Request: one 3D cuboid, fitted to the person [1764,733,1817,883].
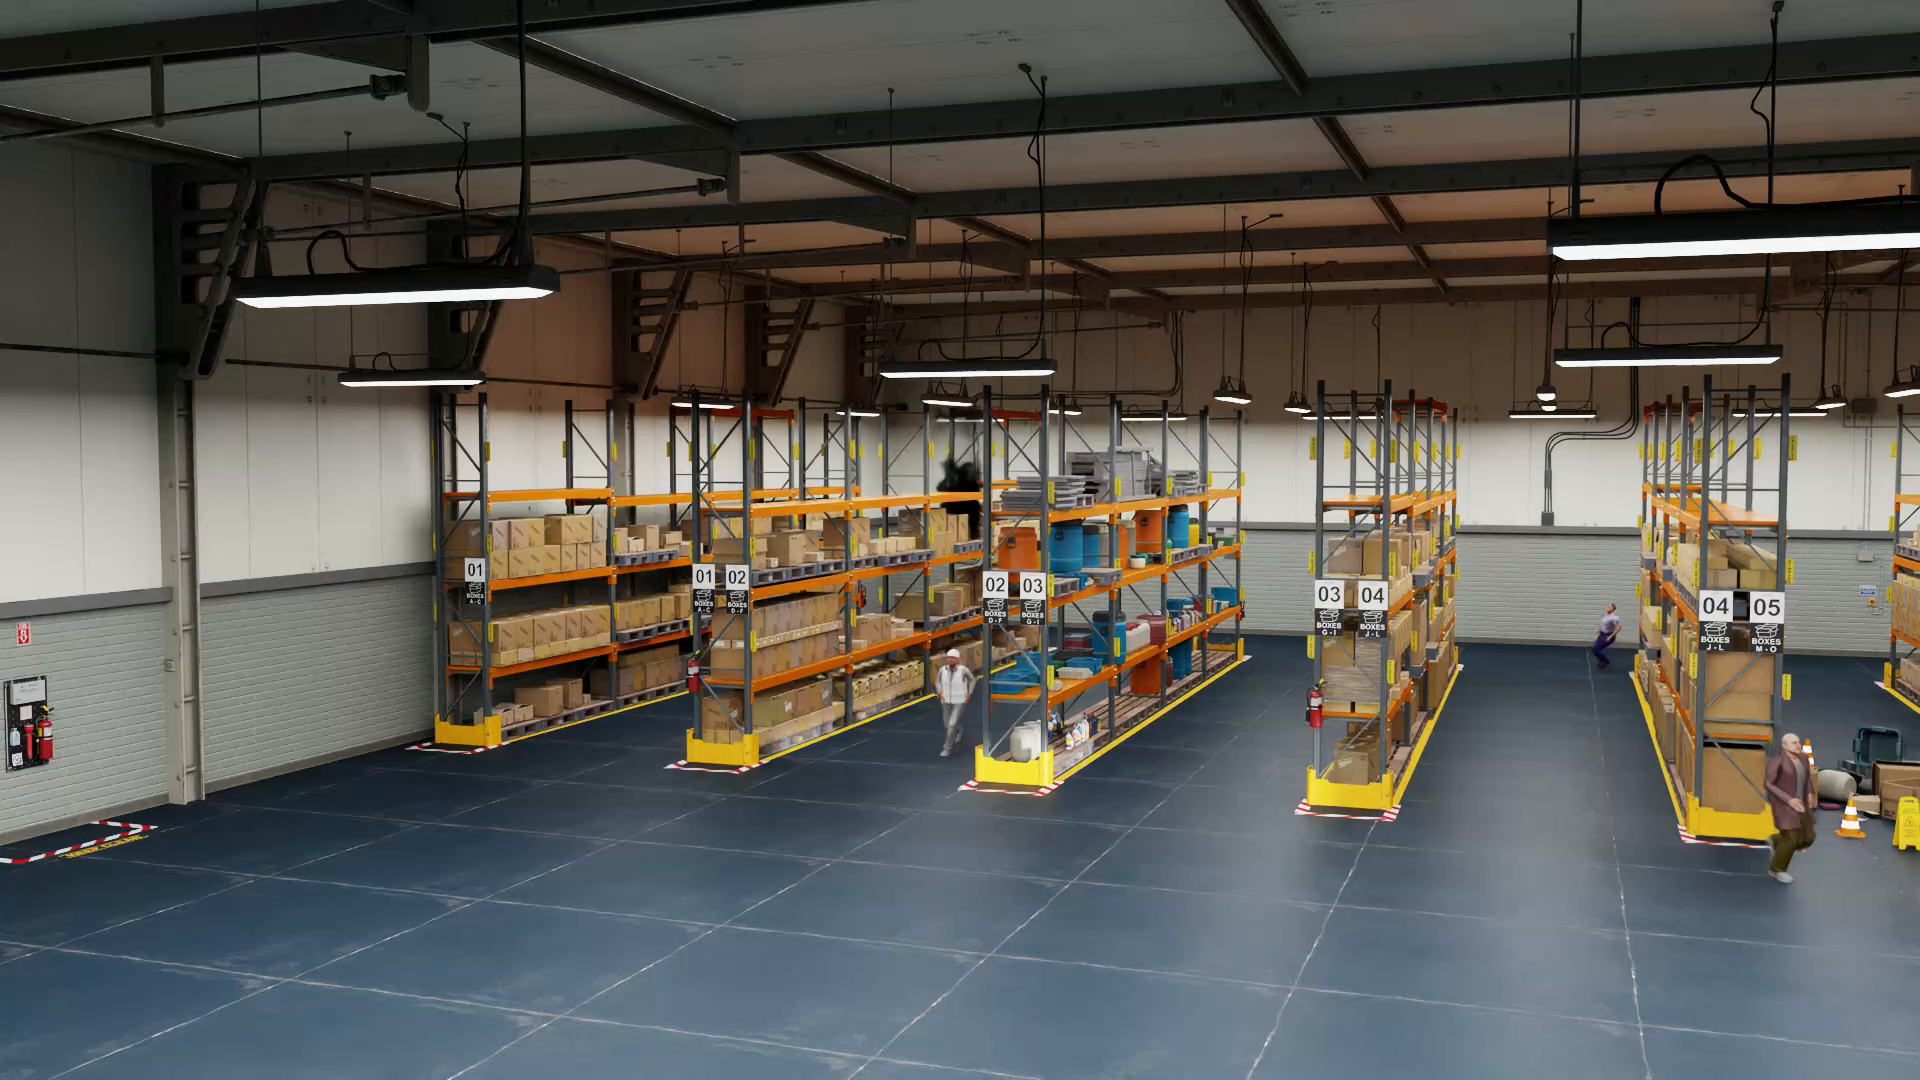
[{"bbox_3d":[9.669,3.112,19.361,0.739,1.743,0.704,-1,3,-17],"label":"person"}]

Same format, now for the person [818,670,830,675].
[{"bbox_3d":[-2.862,2.345,34.559,0.702,1.685,0.704,1,3,23],"label":"person"}]

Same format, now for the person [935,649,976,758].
[{"bbox_3d":[-0.088,2.671,27.512,0.681,1.766,0.907,1,3,19],"label":"person"}]

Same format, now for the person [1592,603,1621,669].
[{"bbox_3d":[14.788,2.205,38.128,0.580,1.552,0.718,1,3,10],"label":"person"}]
